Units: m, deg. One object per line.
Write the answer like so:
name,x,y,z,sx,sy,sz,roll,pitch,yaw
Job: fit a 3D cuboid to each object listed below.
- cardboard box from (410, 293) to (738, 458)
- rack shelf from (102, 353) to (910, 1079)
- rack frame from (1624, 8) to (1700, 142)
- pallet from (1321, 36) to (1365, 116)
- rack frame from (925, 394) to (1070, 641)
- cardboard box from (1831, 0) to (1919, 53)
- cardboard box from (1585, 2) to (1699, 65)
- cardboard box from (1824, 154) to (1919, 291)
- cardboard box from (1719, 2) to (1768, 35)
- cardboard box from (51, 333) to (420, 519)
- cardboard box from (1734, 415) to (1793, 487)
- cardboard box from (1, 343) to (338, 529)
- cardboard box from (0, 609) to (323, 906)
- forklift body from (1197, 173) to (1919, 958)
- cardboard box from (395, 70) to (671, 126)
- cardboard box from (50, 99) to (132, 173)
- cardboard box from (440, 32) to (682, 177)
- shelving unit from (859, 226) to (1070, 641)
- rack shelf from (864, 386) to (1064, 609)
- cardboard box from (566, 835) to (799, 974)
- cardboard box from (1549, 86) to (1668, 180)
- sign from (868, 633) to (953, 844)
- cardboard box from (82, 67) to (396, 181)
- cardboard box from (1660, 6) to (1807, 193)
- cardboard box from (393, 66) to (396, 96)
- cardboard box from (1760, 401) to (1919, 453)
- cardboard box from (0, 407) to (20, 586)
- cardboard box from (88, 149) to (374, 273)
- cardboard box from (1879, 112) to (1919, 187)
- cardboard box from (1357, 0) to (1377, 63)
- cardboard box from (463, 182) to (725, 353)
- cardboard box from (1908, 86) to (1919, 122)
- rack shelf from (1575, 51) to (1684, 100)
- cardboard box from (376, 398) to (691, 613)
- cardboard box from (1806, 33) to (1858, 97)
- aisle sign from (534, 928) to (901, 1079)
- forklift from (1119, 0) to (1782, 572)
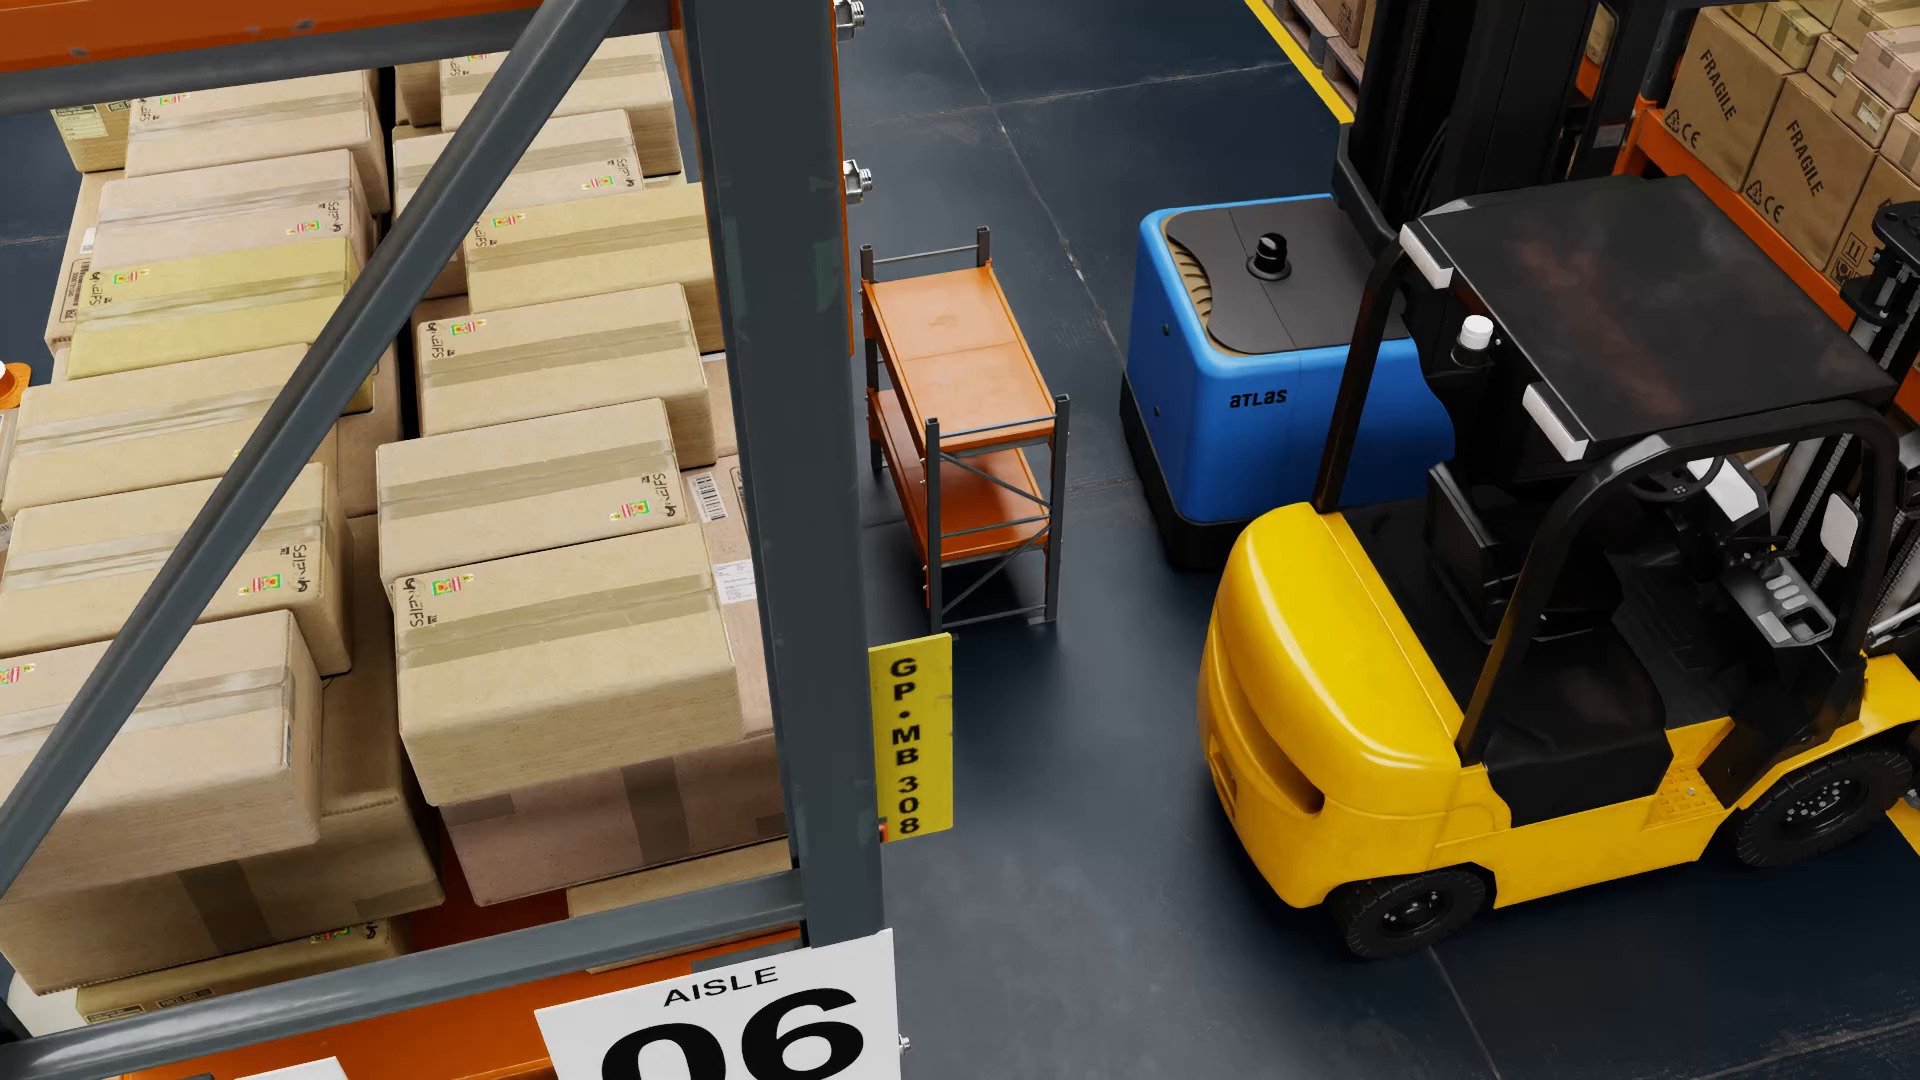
cardboard box,-0.572,-0.177,2.620,0.500,0.250,0.500,-11,47,-11
rack shelf,-1.093,-0.510,3.553,1.077,0.370,4.000,-11,47,-10
rack frame,3.192,-2.002,6.612,1.000,3.000,0.127,-11,47,-10
pallet,2.650,-2.372,8.927,1.003,0.211,1.213,-11,47,-10
rack frame,0.128,-0.047,6.009,0.500,1.125,0.032,-11,47,-10
cardboard box,3.215,-1.756,5.638,0.380,0.149,0.250,-11,47,-11
cardboard box,2.810,-2.250,6.960,0.500,0.250,0.500,-10,46,-9
cardboard box,3.333,-0.977,5.538,0.500,0.500,0.500,-11,47,-11
cardboard box,3.019,-1.996,6.082,0.380,0.149,0.250,-11,47,-11
cardboard box,-1.088,-0.086,2.531,0.500,0.250,0.500,-11,47,-11
cardboard box,3.266,-0.275,6.200,0.500,0.250,0.500,-11,47,-11
cardboard box,-1.065,-0.109,2.274,0.380,0.149,0.250,-11,47,-11
cardboard box,-0.953,0.249,1.923,0.380,0.149,0.250,-10,46,-10
forklift body,1.967,0.081,5.165,2.313,2.155,1.214,-11,47,-10
cardboard box,-0.841,-0.887,3.315,0.500,0.250,0.500,-10,46,-9
cardboard box,-1.379,-0.804,2.955,0.380,0.149,0.250,-10,46,-9
cardboard box,-0.696,-0.745,2.897,0.380,0.149,0.250,-10,46,-9
shelving unit,-0.002,-0.398,6.353,0.538,1.125,1.048,-11,47,-10
rack shelf,-0.002,-0.227,6.527,0.538,0.278,1.000,-11,47,-10
cardboard box,-0.352,0.419,2.315,0.380,0.149,0.250,-11,47,-10
cardboard box,3.047,-1.676,7.661,0.875,0.625,0.625,-9,46,-9
sign,-0.057,0.214,1.728,0.100,0.325,0.005,-11,47,-10
cardboard box,-1.369,-0.789,3.220,0.500,0.250,0.500,-10,46,-10
cardboard box,3.053,-1.683,6.229,0.500,0.500,0.500,-12,47,-11
cardboard box,-1.496,-1.086,3.789,0.380,0.149,0.250,-12,47,-12
cardboard box,3.272,-0.449,6.021,0.500,0.250,0.500,-9,46,-9
cardboard box,-3.318,-0.136,6.003,0.500,0.500,0.500,-11,47,-10
cardboard box,-1.136,-0.464,2.622,0.380,0.149,0.250,-11,47,-10
cardboard box,3.238,-1.278,5.378,0.380,0.149,0.250,-11,47,-11
cardboard box,2.662,-2.732,8.696,0.875,0.625,0.625,-12,47,-12
cardboard box,-0.552,-0.396,2.555,0.380,0.149,0.250,-11,47,-10
cardboard box,3.274,-1.385,5.275,0.380,0.149,0.250,-11,47,-11
rack shelf,2.680,-3.131,8.222,1.077,0.370,4.000,-11,47,-10
cardboard box,-0.555,-0.025,2.192,0.380,0.149,0.250,-11,47,-10
cardboard box,3.181,-1.643,5.736,0.380,0.149,0.250,-11,47,-10
aisle sign,-0.266,0.746,2.099,0.394,0.787,0.004,-11,47,-10
forklift,2.252,-1.401,6.071,3.031,2.935,1.130,-7,46,-7
